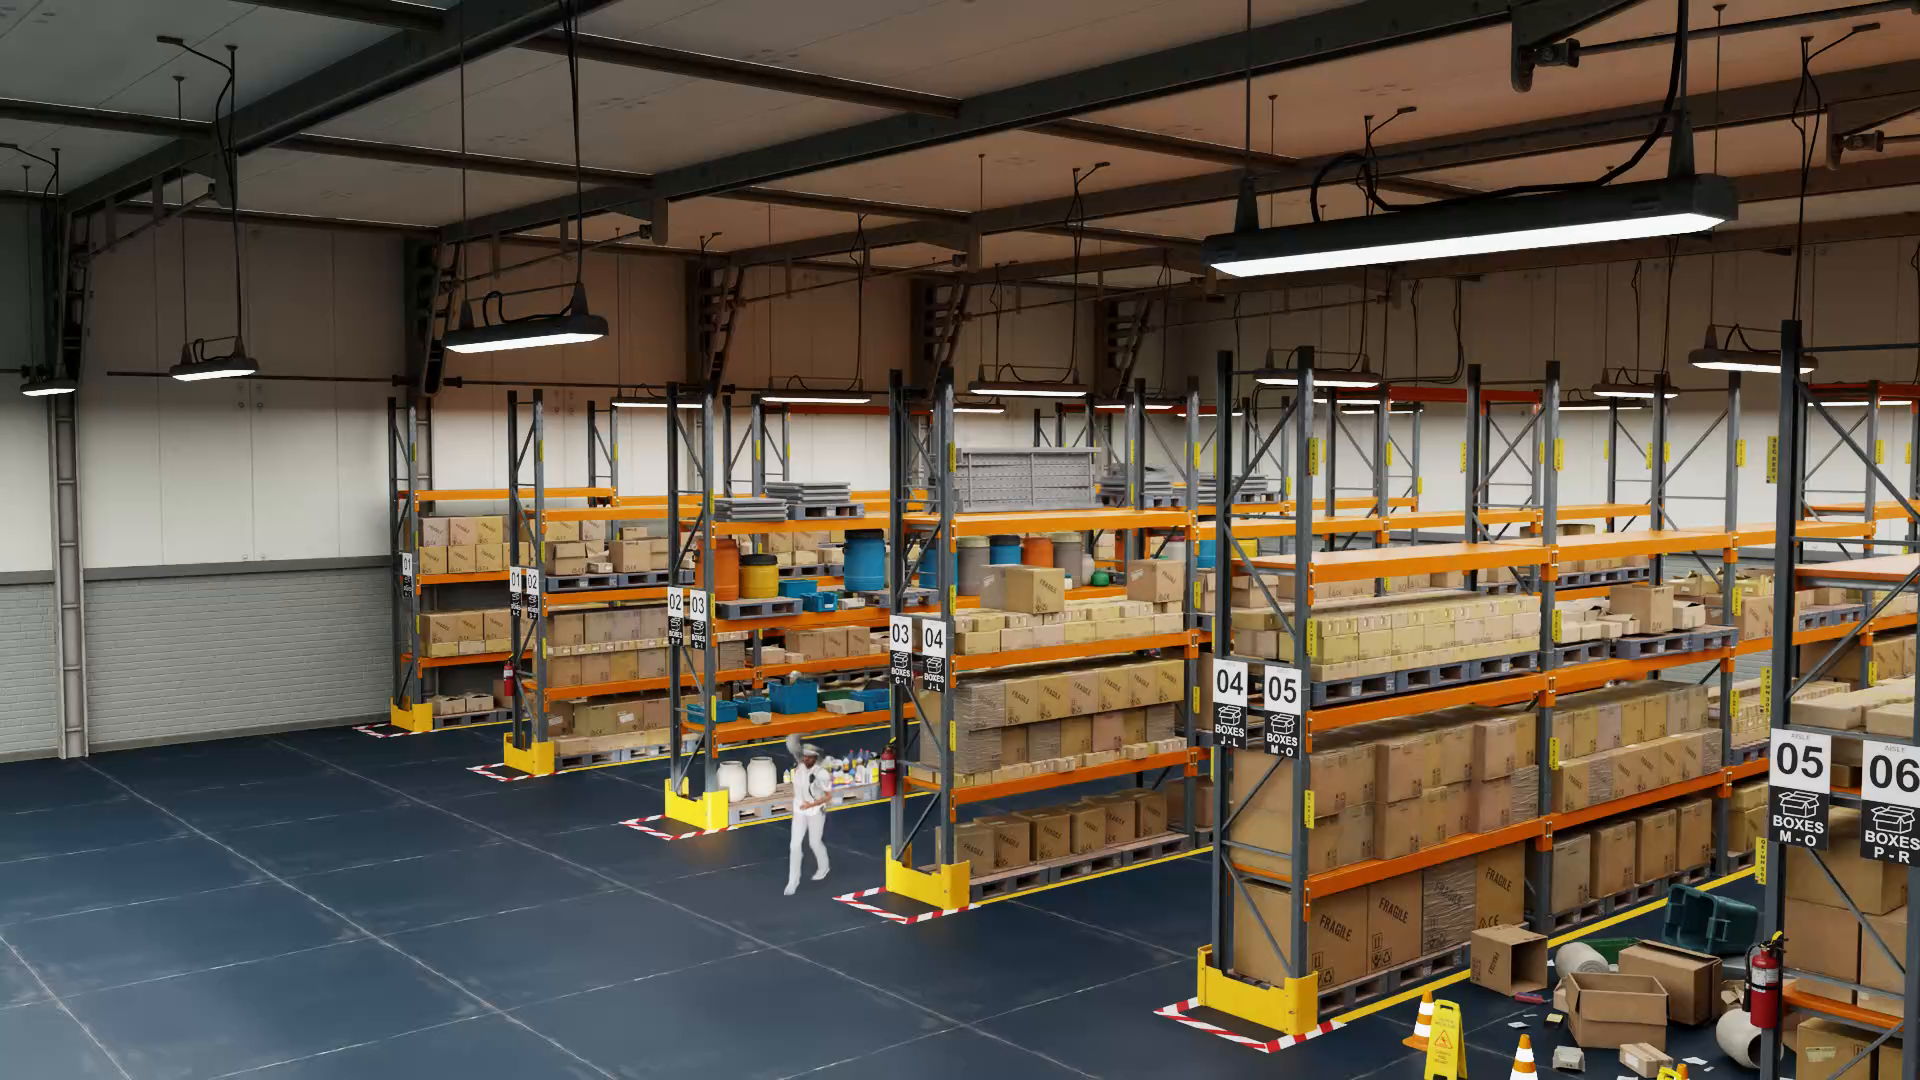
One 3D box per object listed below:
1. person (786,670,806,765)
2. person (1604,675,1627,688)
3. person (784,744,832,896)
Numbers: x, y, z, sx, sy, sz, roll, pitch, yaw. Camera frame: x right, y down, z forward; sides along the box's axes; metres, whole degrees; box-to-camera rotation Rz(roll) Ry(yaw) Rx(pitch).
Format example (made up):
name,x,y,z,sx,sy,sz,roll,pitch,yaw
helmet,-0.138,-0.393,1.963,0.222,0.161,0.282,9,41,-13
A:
name,x,y,z,sx,sy,sz,roll,pitch,yaw
person,-2.566,2.837,25.821,0.573,1.628,0.603,-3,5,-43
person,10.089,2.803,25.598,0.837,1.805,0.662,-3,5,-44
person,-1.721,3.192,19.251,0.564,1.722,0.802,1,4,23
